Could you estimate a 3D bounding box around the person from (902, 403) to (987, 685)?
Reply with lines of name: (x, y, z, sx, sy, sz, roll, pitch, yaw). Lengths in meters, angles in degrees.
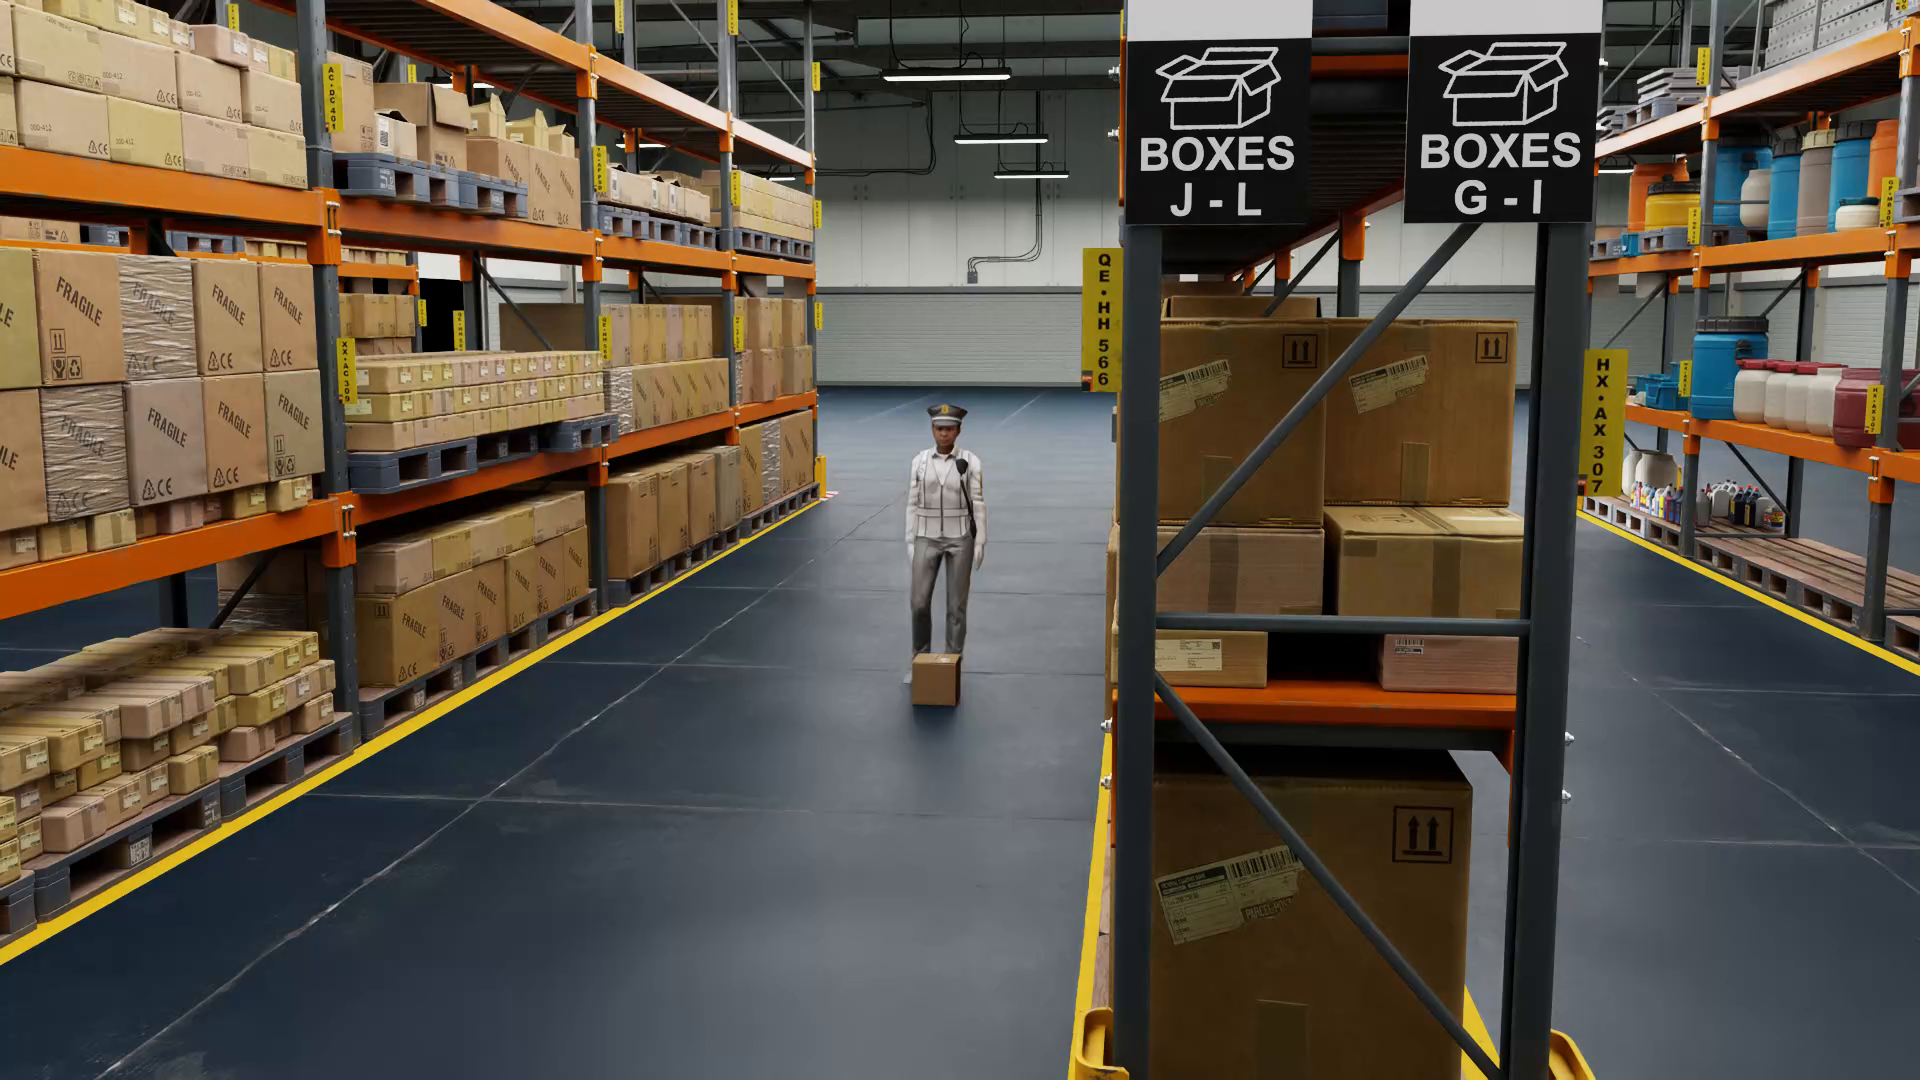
person: (-0.098, 0.046, 9.958, 0.517, 1.728, 0.411, 1, 8, 5)
